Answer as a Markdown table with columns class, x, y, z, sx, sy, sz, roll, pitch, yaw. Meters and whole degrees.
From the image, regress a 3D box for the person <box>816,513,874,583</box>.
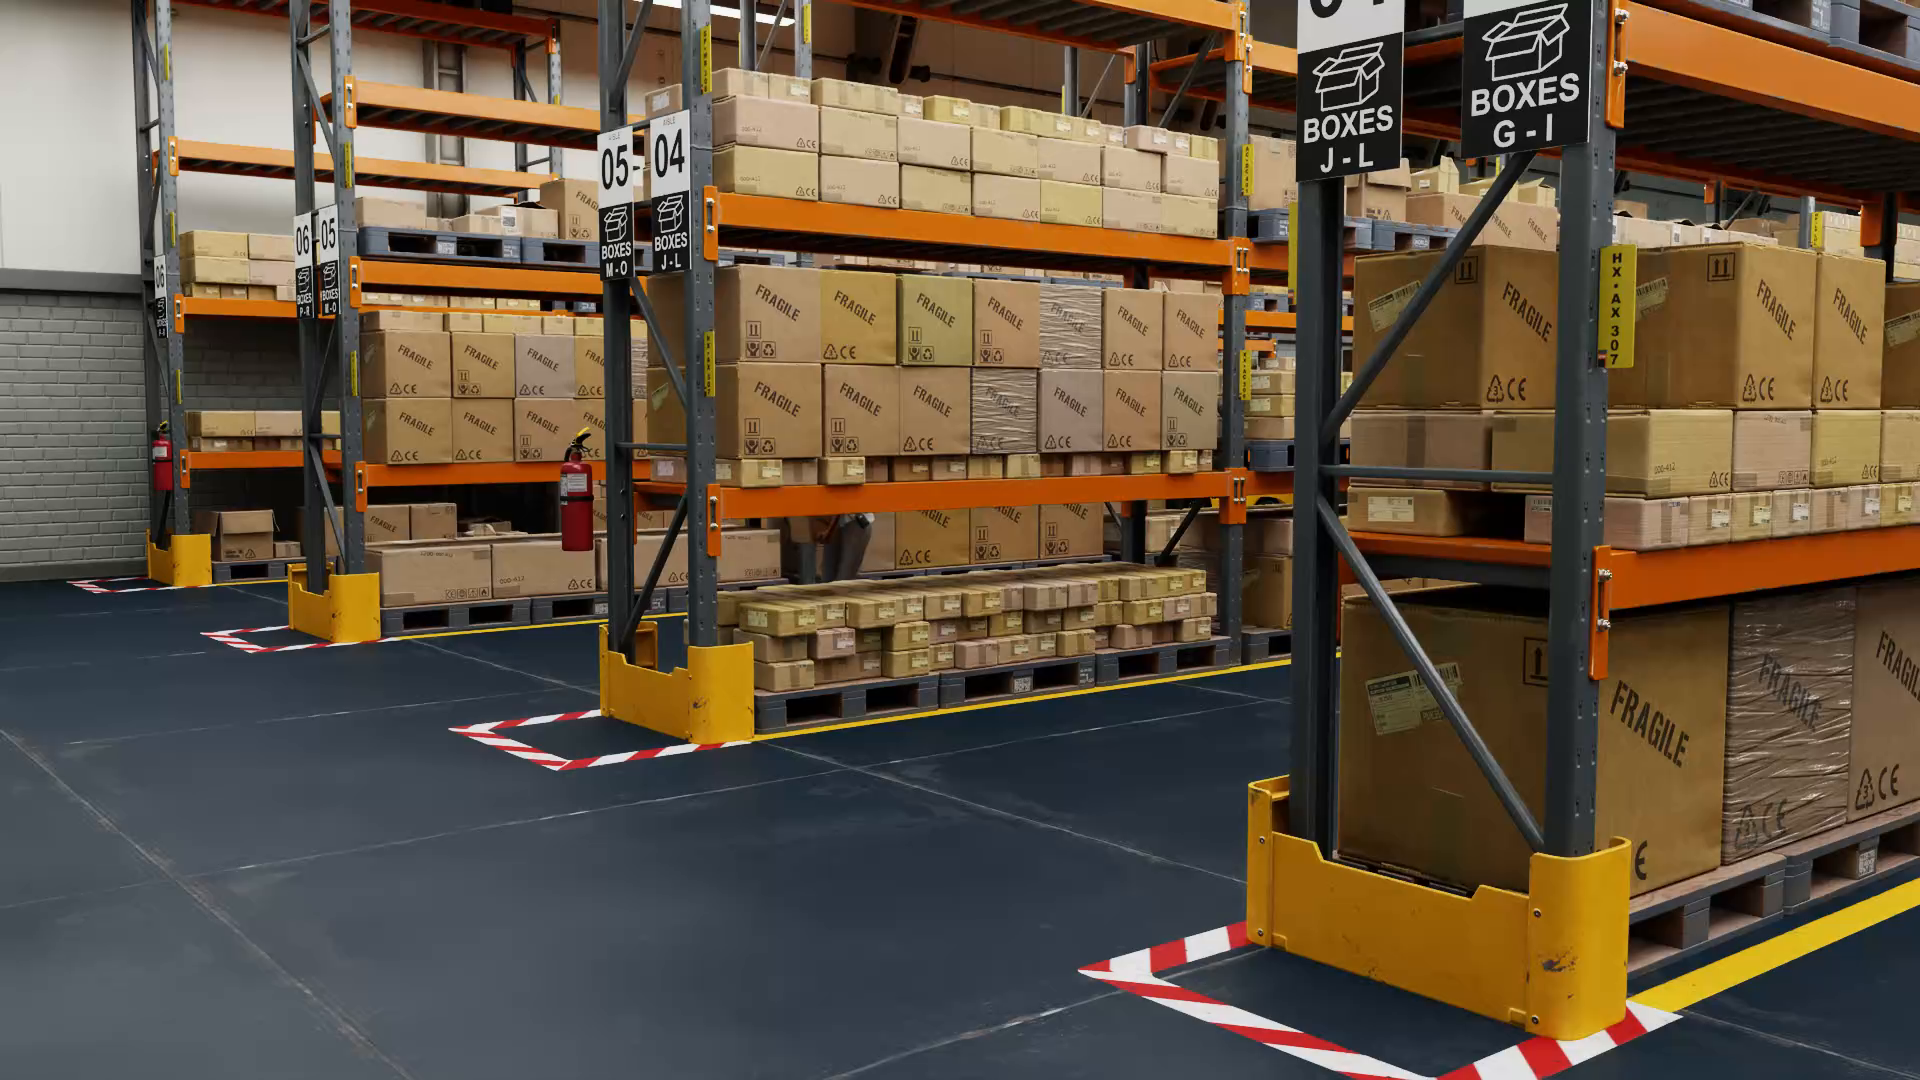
| class | x | y | z | sx | sy | sz | roll | pitch | yaw |
| --- | --- | --- | --- | --- | --- | --- | --- | --- | --- |
| person | -0.905 | -0.062 | 12.236 | 0.555 | 1.646 | 0.416 | -4 | 6 | -40 |
